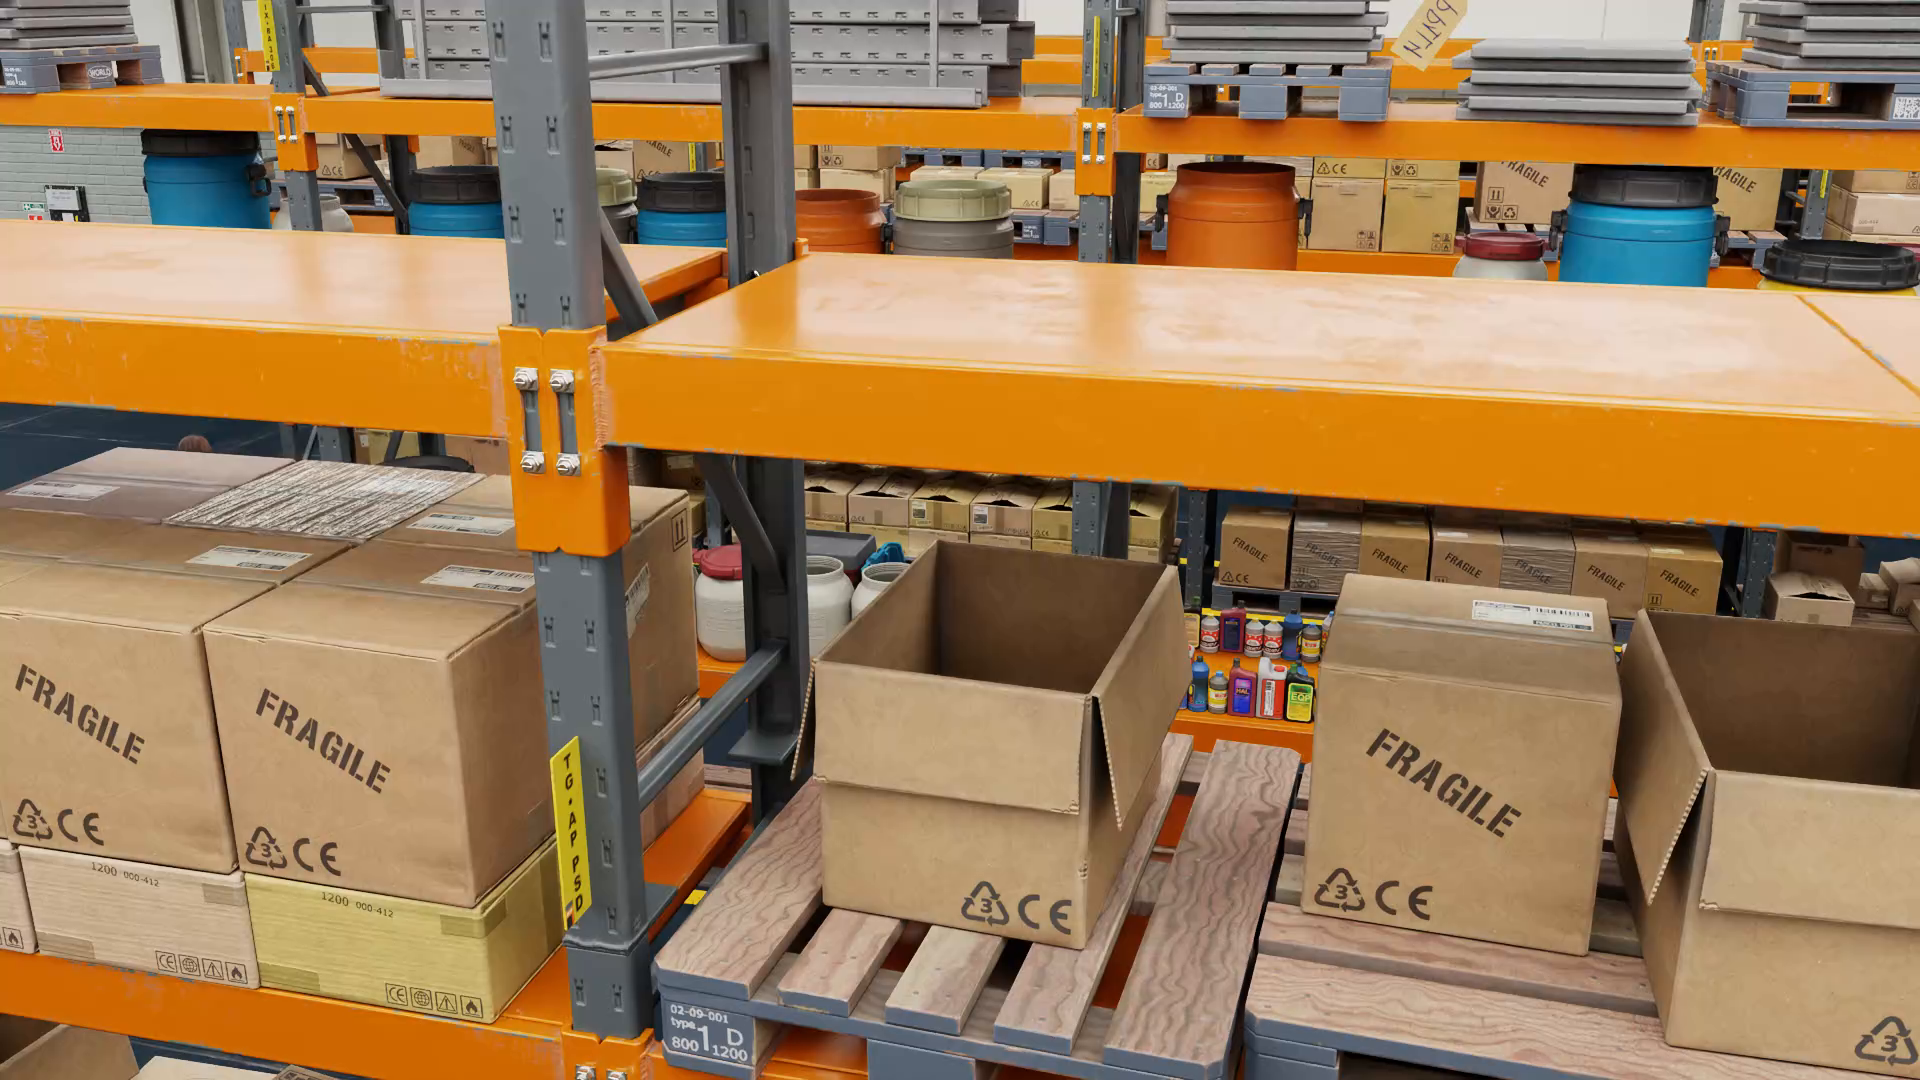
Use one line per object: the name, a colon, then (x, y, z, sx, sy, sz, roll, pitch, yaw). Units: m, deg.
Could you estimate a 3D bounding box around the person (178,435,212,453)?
person: (-5.552, -0.006, 12.055, 0.858, 1.564, 0.433, 0, 19, 0)
